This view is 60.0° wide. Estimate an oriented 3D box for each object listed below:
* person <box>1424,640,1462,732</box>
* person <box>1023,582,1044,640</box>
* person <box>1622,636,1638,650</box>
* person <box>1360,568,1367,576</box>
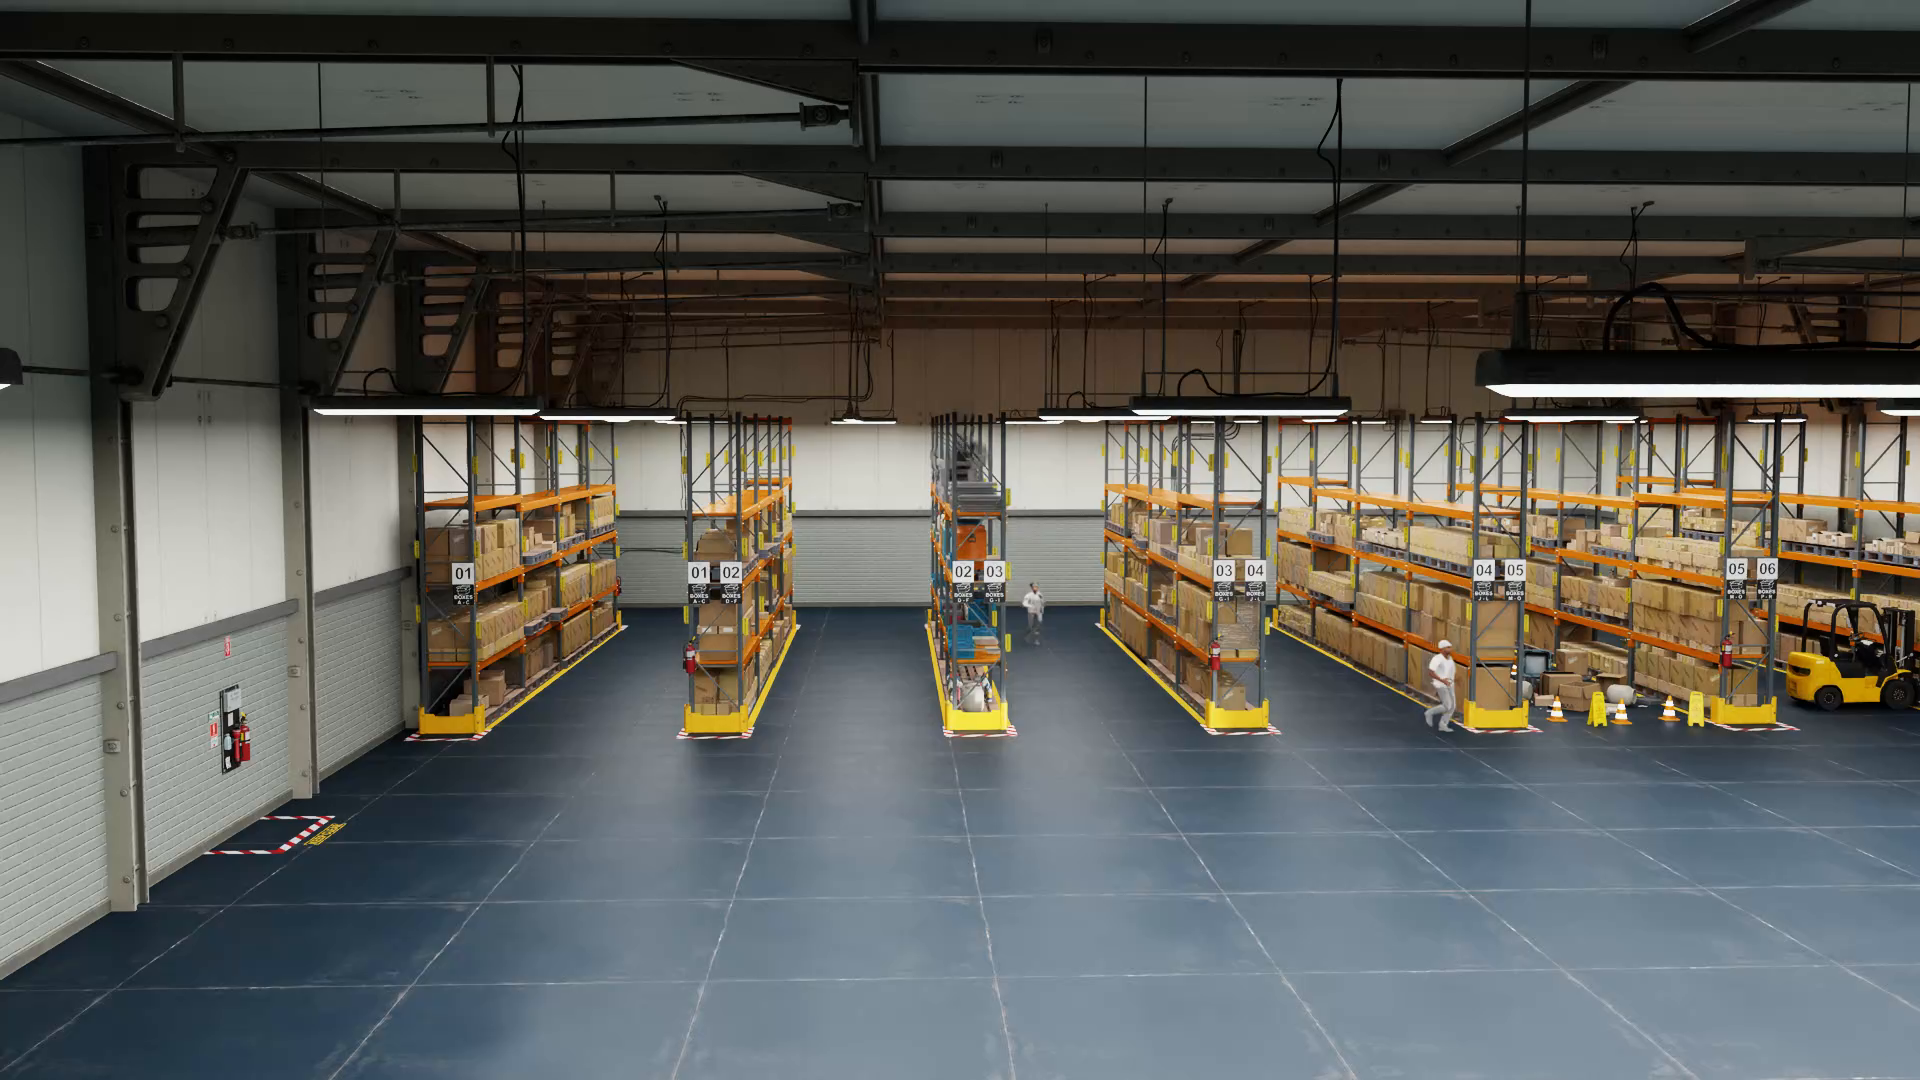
[{"bbox_3d":[9.062,2.734,31.246,0.689,1.722,0.597,-4,5,-44],"label":"person"},{"bbox_3d":[1.947,1.874,43.599,0.626,1.583,0.838,-1,4,-19],"label":"person"},{"bbox_3d":[17.147,1.954,42.601,0.672,1.759,0.629,-1,4,-9],"label":"person"},{"bbox_3d":[11.311,1.661,46.805,0.699,1.742,0.596,-1,4,-10],"label":"person"}]
